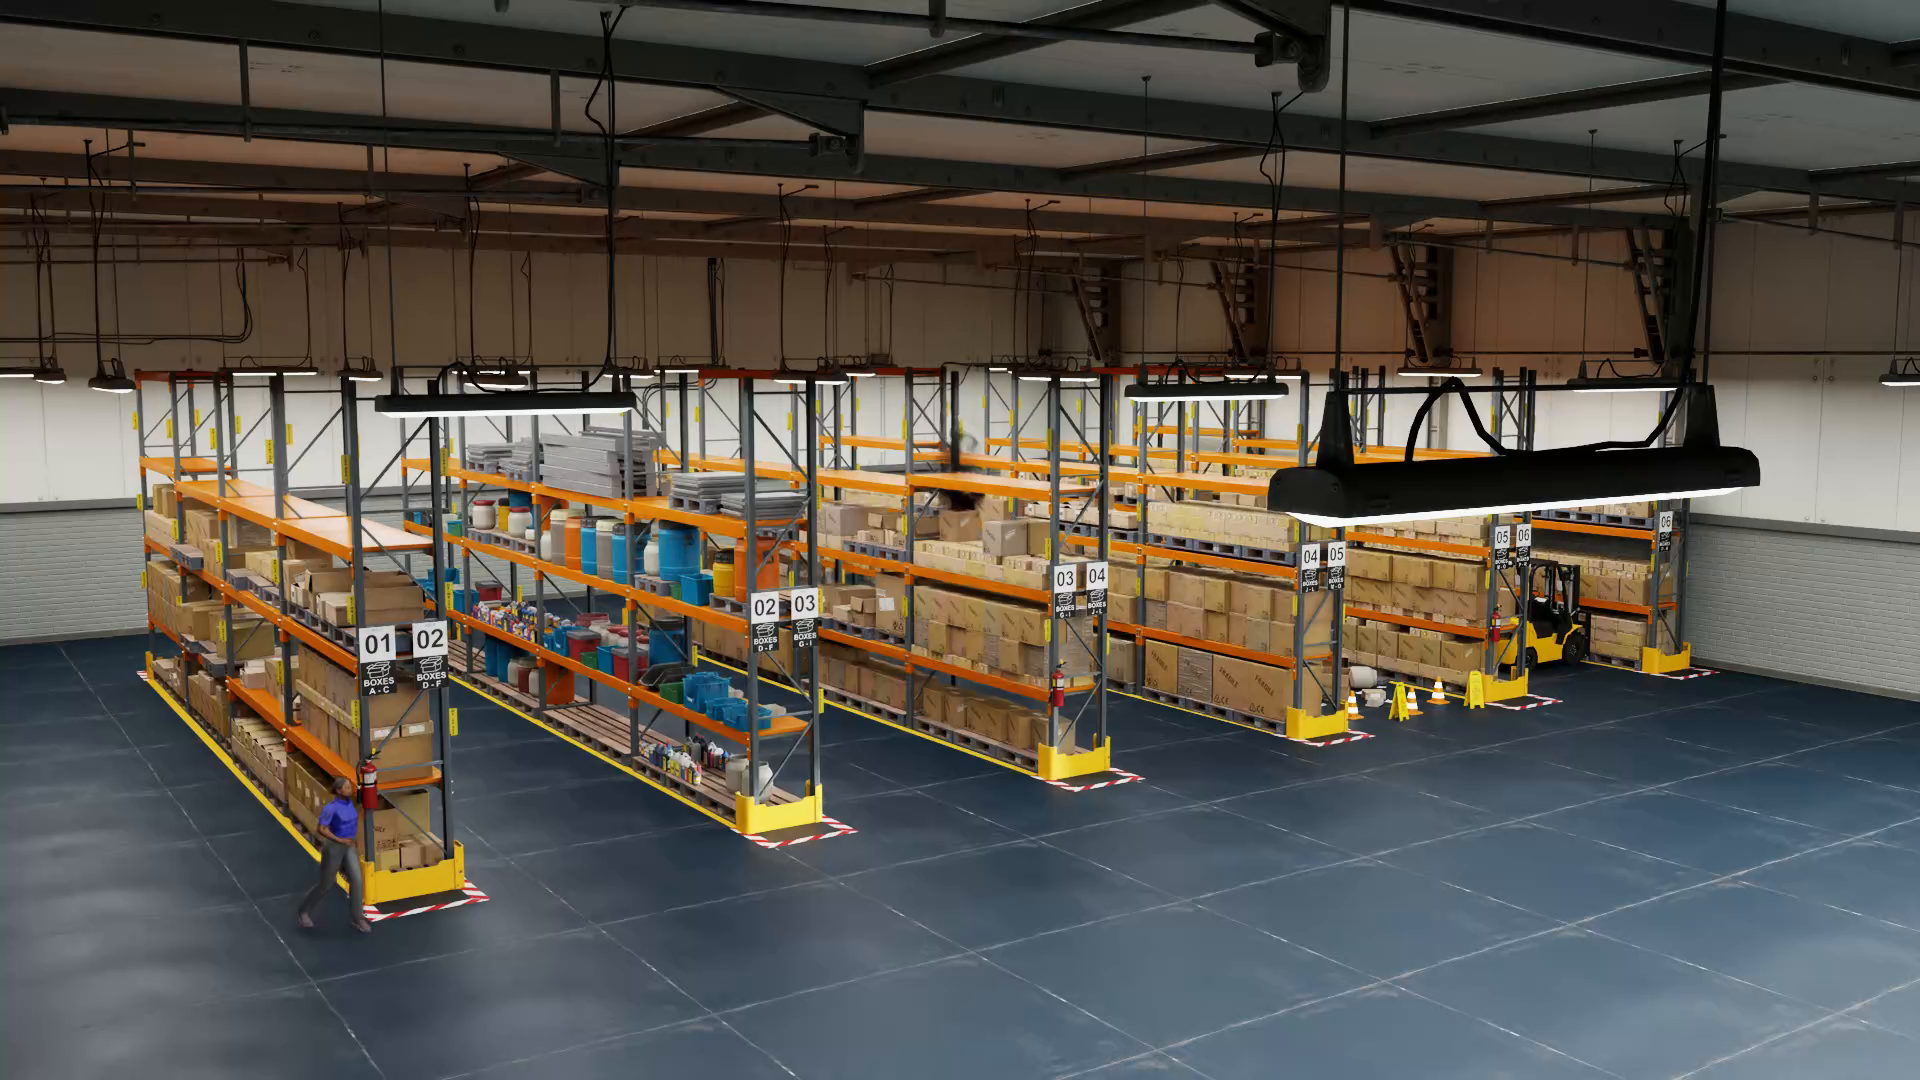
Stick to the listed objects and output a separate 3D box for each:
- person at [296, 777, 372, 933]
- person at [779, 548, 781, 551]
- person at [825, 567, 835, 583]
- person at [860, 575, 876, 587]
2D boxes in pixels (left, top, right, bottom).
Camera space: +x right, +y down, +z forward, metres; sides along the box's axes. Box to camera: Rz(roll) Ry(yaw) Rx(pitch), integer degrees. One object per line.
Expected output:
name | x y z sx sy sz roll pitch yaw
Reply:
person | -6.824 3.453 18.349 0.901 1.639 0.663 2 7 20
person | -4.577 0.949 40.882 0.685 1.622 0.603 3 7 22
person | -3.253 0.751 41.728 0.814 1.741 0.710 -5 8 -40
person | -2.313 0.705 42.734 0.759 1.610 0.590 -6 9 -44
